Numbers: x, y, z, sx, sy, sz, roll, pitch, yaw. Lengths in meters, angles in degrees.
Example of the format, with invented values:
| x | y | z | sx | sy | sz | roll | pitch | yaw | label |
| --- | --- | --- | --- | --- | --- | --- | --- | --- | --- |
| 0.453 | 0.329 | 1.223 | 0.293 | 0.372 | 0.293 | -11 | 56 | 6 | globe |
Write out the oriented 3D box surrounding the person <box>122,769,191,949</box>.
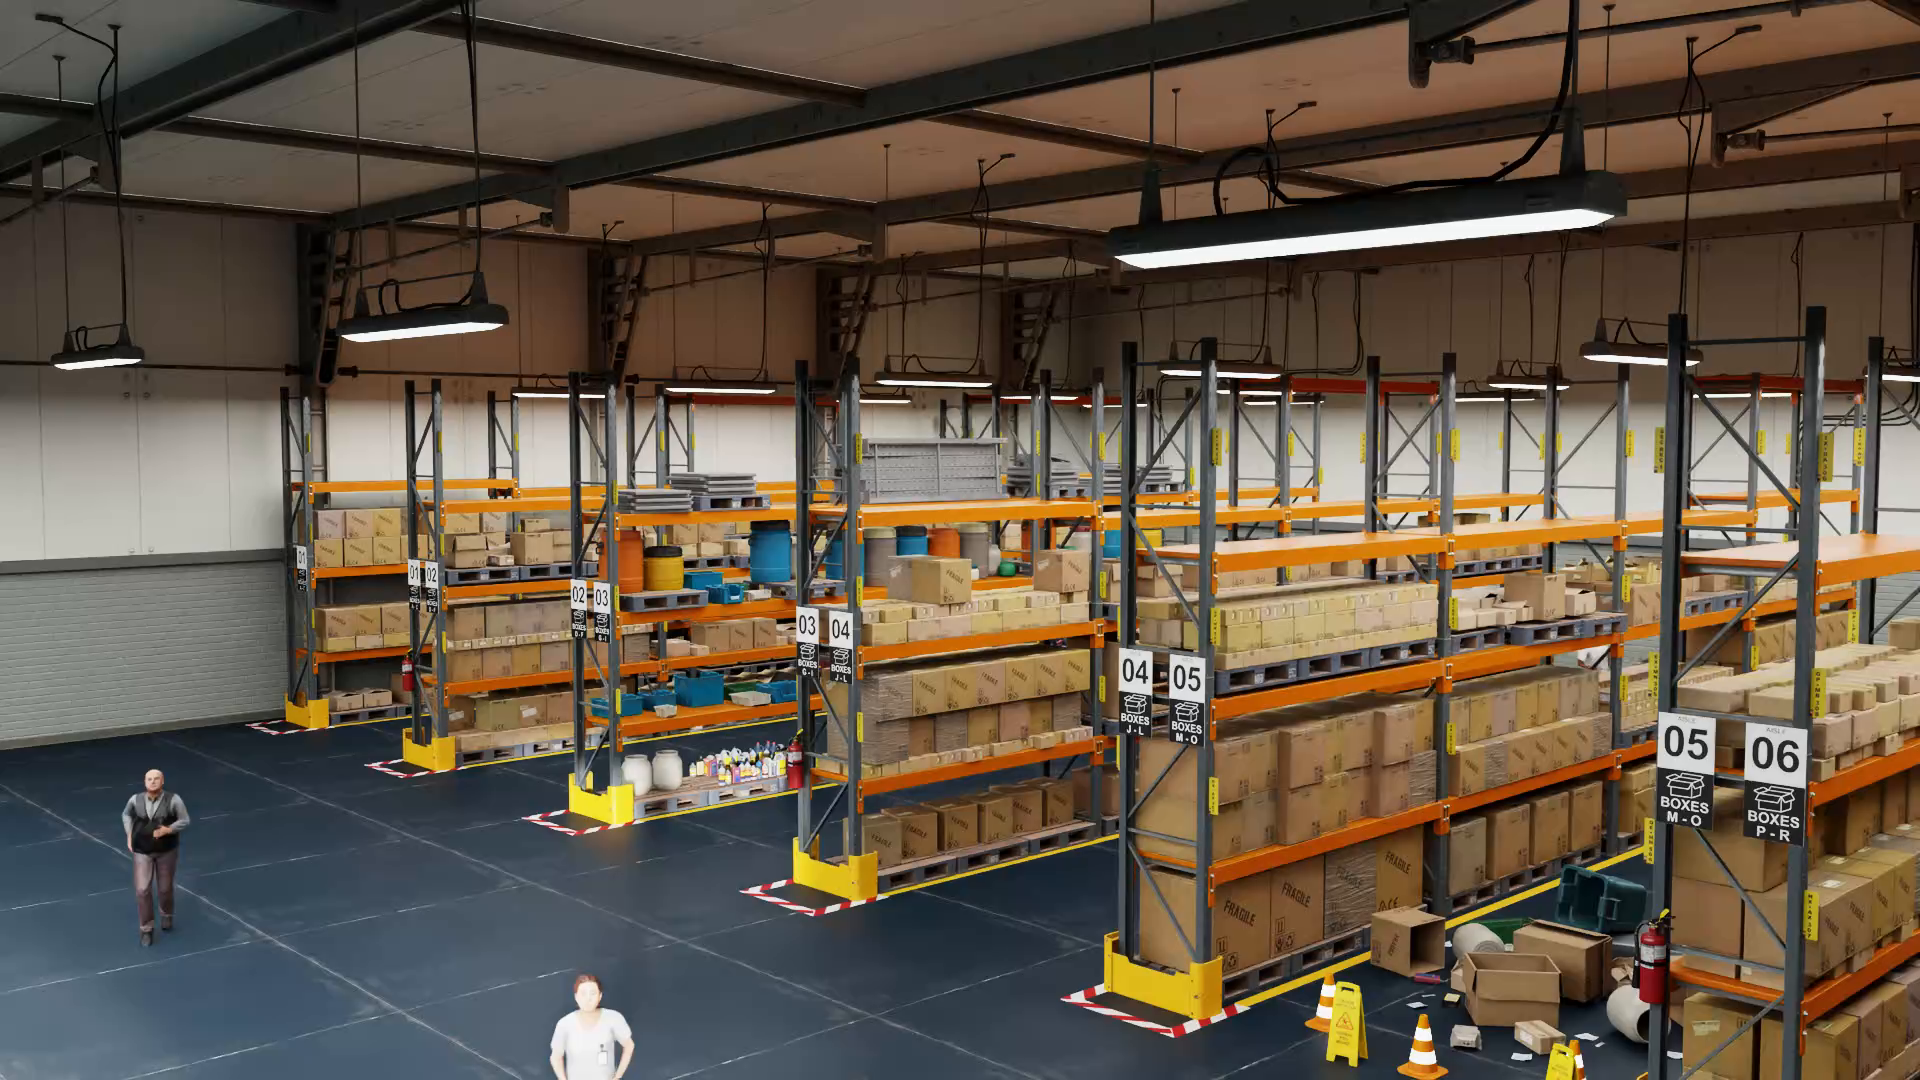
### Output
| x | y | z | sx | sy | sz | roll | pitch | yaw | label |
| --- | --- | --- | --- | --- | --- | --- | --- | --- | --- |
| -8.216 | 3.221 | 17.001 | 0.661 | 1.770 | 0.720 | -1 | 4 | -19 | person |

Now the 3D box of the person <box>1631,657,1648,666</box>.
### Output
| x | y | z | sx | sy | sz | roll | pitch | yaw | label |
| --- | --- | --- | --- | --- | --- | --- | --- | --- | --- |
| 10.624 | 2.667 | 25.885 | 0.780 | 1.700 | 0.594 | -2 | 4 | -34 | person |

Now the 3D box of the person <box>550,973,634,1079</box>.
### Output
| x | y | z | sx | sy | sz | roll | pitch | yaw | label |
| --- | --- | --- | --- | --- | --- | --- | --- | --- | --- |
| -2.417 | 3.648 | 10.925 | 0.541 | 1.624 | 0.553 | -1 | 4 | -9 | person |

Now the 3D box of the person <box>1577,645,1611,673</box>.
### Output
| x | y | z | sx | sy | sz | roll | pitch | yaw | label |
| --- | --- | --- | --- | --- | --- | --- | --- | --- | --- |
| 11.303 | 2.397 | 29.569 | 0.746 | 1.730 | 0.899 | -1 | 4 | -9 | person |
